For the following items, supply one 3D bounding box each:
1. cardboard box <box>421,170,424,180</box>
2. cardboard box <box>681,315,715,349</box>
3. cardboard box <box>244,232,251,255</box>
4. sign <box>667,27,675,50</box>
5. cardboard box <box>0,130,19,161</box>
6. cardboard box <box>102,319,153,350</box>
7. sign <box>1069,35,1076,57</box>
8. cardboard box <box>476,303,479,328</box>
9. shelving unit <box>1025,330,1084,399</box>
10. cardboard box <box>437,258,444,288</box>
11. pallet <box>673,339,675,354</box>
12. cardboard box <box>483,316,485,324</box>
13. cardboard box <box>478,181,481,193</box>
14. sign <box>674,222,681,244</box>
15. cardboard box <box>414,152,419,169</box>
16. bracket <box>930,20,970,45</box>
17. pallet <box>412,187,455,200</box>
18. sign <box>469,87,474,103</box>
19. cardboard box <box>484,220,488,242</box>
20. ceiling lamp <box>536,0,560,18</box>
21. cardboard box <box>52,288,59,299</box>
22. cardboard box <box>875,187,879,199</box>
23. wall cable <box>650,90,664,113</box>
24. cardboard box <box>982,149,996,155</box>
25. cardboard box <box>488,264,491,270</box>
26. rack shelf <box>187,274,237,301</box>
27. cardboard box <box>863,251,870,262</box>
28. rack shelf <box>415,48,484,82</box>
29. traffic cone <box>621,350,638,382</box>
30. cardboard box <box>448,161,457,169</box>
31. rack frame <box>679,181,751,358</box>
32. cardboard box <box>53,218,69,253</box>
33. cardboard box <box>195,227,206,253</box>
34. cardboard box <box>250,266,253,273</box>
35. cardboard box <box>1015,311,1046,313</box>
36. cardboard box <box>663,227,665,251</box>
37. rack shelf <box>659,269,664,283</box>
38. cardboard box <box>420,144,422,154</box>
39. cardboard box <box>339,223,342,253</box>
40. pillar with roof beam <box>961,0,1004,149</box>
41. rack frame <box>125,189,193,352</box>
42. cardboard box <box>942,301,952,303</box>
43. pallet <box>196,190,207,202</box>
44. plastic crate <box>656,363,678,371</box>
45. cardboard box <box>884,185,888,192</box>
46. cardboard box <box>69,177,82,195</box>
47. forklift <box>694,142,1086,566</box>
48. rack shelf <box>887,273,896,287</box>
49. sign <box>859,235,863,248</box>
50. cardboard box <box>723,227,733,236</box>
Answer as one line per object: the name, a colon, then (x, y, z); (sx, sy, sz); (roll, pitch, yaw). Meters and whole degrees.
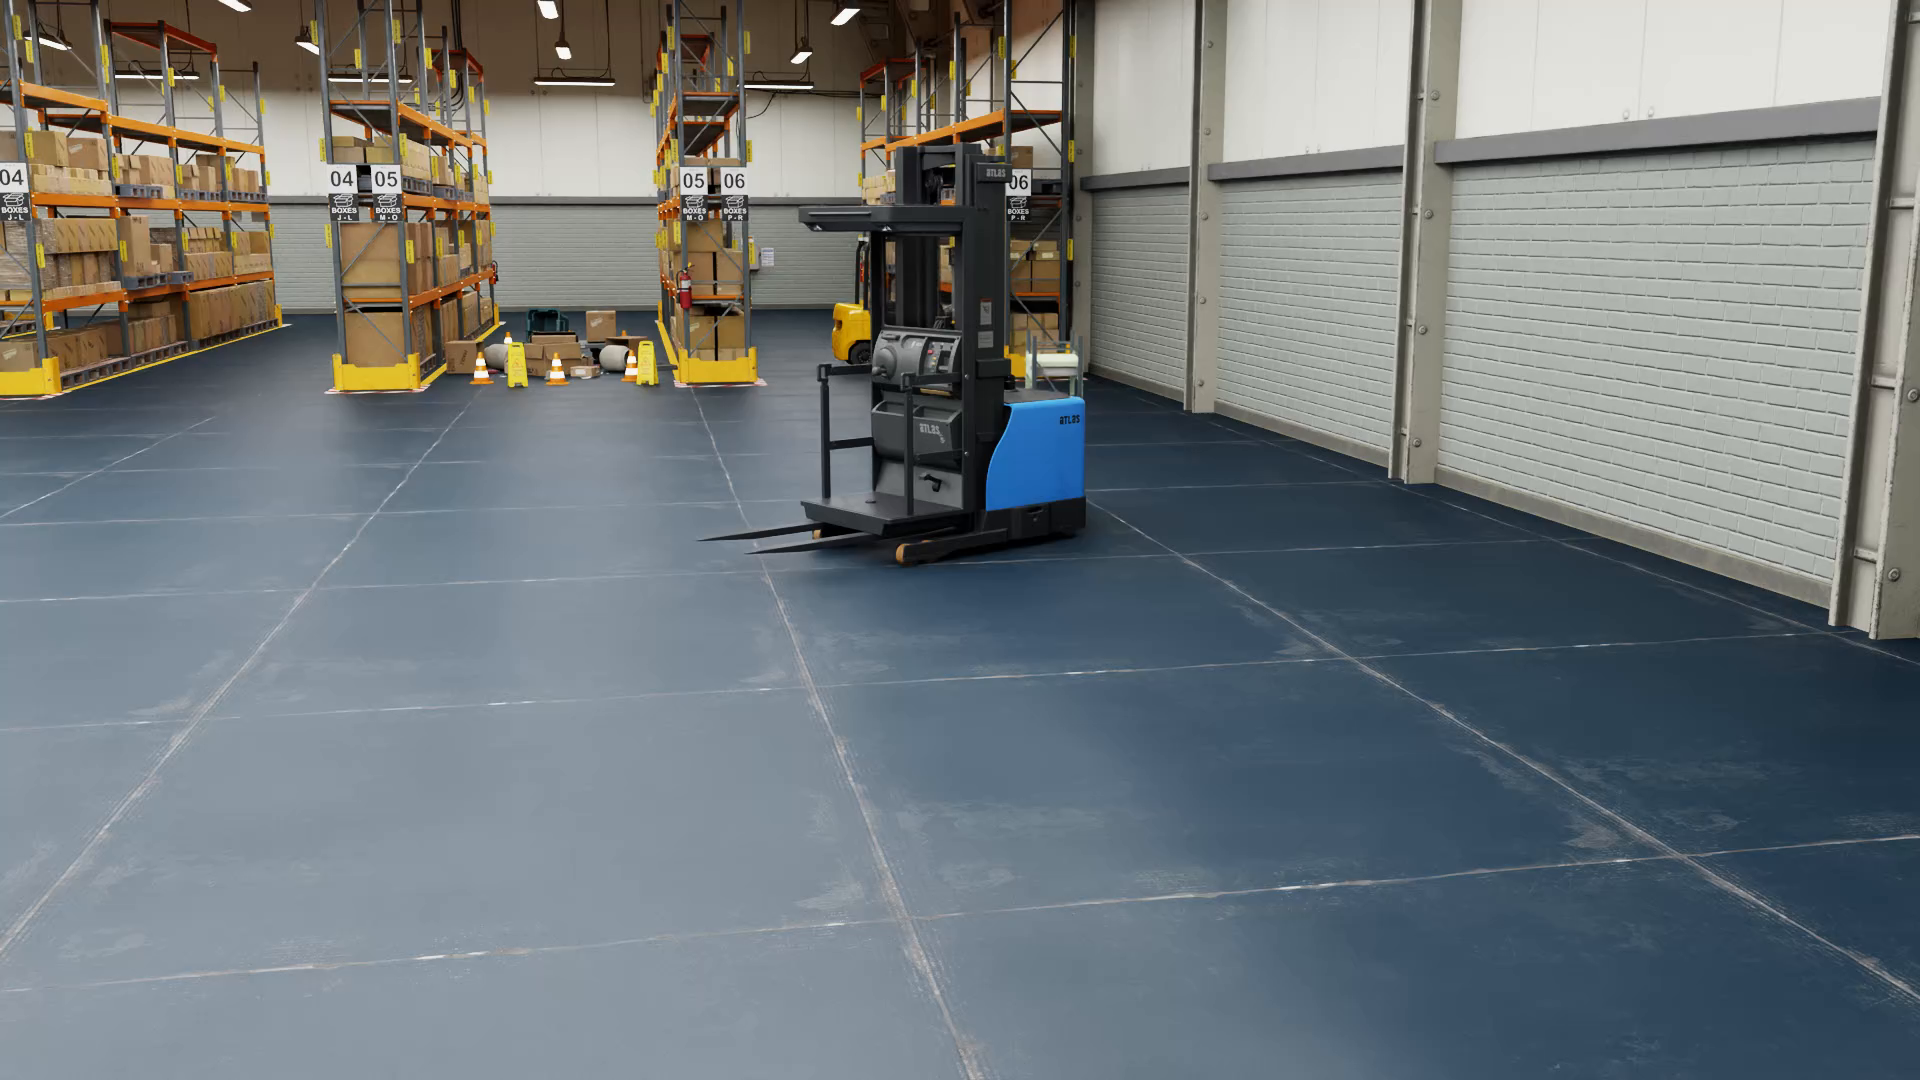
cardboard box: (-8.722, -5.796, 26.386); (0.380, 0.149, 0.250); (-2, 11, -10)
cardboard box: (-4.102, -3.258, 26.018); (0.500, 0.500, 0.500); (-2, 11, -11)
cardboard box: (-15.781, -6.461, 36.221); (0.500, 0.500, 0.500); (-2, 11, -13)
sign: (-4.239, -7.364, 24.399); (0.100, 0.325, 0.005); (-2, 11, -11)
cardboard box: (-13.961, -5.726, 24.336); (0.500, 0.500, 0.500); (-2, 11, -11)
cardboard box: (-14.471, -3.563, 28.900); (0.700, 0.500, 0.500); (-3, 11, -16)
sign: (1.723, -7.581, 25.538); (0.100, 0.325, 0.005); (-2, 11, -11)
cardboard box: (-10.469, -4.751, 35.198); (0.500, 0.500, 0.500); (-2, 11, -12)
shelving unit: (0.766, -0.952, 13.689); (0.431, 1.500, 0.755); (0, 11, -1)
cardboard box: (-9.142, -4.587, 28.509); (0.500, 0.500, 0.500); (-2, 11, -10)
pallet: (-4.862, -3.628, 31.192); (1.003, 0.211, 1.213); (-2, 11, -11)
cardboard box: (-10.668, -4.832, 36.565); (0.380, 0.149, 0.250); (-2, 11, -9)
cardboard box: (-10.895, -7.826, 36.834); (0.500, 0.250, 0.500); (-2, 11, -10)
sign: (-4.239, -4.605, 24.924); (0.100, 0.325, 0.005); (-2, 11, -11)
cardboard box: (-8.664, -5.875, 25.735); (0.500, 0.250, 0.500); (-2, 11, -11)
bracket: (-0.171, -10.590, 34.643); (0.076, 0.066, 4.783); (-2, 11, -11)
pallet: (-9.684, -6.225, 29.864); (1.003, 0.211, 1.213); (-2, 11, -8)
sign: (-10.317, -9.404, 35.117); (0.100, 0.325, 0.005); (-2, 11, -11)
cardboard box: (-11.097, -7.057, 38.011); (0.500, 0.500, 0.500); (-2, 11, -8)
ceiling lamp: (-6.585, -10.341, 27.349); (0.800, 3.185, 2.000); (-2, 11, -11)
cardboard box: (-13.296, -3.567, 24.087); (0.380, 0.149, 0.250); (-2, 11, -11)
cardboard box: (-1.695, -8.094, 38.781); (0.500, 0.250, 0.500); (-2, 11, -10)
wall cable: (-8.185, -10.812, 45.433); (0.463, 3.000, 0.029); (-2, 11, -11)
cardboard box: (0.752, -6.120, 27.148); (0.700, 0.500, 0.500); (-2, 11, -11)
cardboard box: (-11.297, -6.460, 39.286); (0.380, 0.149, 0.250); (-2, 11, -11)
rack shelf: (-15.356, -5.017, 32.958); (1.077, 0.370, 4.000); (-2, 11, -11)
cardboard box: (-2.110, -6.992, 41.016); (0.500, 0.250, 0.500); (-2, 11, -11)
rack shelf: (-11.249, -10.492, 36.791); (1.077, 0.370, 4.000); (-2, 11, -11)
traffic cone: (-5.039, -2.683, 25.554); (0.336, 0.463, 0.334); (-2, 11, -11)
cardboard box: (-9.991, -7.243, 32.392); (0.396, 0.266, 0.258); (-2, 11, -11)
rack frame: (-3.690, -3.897, 25.149); (1.000, 3.000, 0.127); (-2, 11, -11)
cardboard box: (-13.341, -4.426, 24.190); (0.500, 0.500, 0.500); (-2, 11, -11)
cardboard box: (-15.354, -5.923, 32.842); (0.797, 0.503, 0.637); (-2, 11, -9)
cardboard box: (-15.729, -5.918, 36.439); (0.380, 0.149, 0.250); (-2, 11, -10)
cardboard box: (1.169, -3.611, 27.205); (0.500, 0.250, 0.500); (-2, 11, -11)
cardboard box: (-5.999, -6.363, 35.161); (0.500, 0.500, 0.500); (-2, 11, -12)
rack shelf: (-6.413, -6.111, 38.706); (1.077, 0.370, 4.000); (-2, 11, -11)
cardboard box: (-8.722, -6.188, 26.312); (0.380, 0.149, 0.250); (-2, 11, -11)
cardboard box: (-8.758, -4.470, 24.868); (0.875, 0.550, 0.550); (-2, 11, -11)
pillar with roof beam: (-3.463, -8.130, 31.342); (9.100, 9.000, 0.548); (-2, 11, -11)
rack frame: (-14.967, -5.004, 30.964); (1.000, 3.000, 0.127); (-2, 11, -11)
cardboard box: (-0.270, -4.470, 33.389); (0.875, 0.625, 0.625); (-2, 11, -9)
pallet: (-15.365, -6.706, 32.389); (1.003, 0.211, 1.213); (-2, 11, -8)
plastic crate: (-4.967, -2.879, 27.606); (0.402, 0.080, 0.583); (-6, 13, -31)
cardboard box: (-1.472, -7.767, 36.738); (0.380, 0.149, 0.250); (-2, 11, -10)
cardboard box: (-13.556, -5.315, 24.977); (0.500, 0.250, 0.500); (-2, 11, -9)
forklift: (-0.478, -1.364, 12.022); (3.031, 2.935, 1.130); (-9, 14, -40)
rack shelf: (-0.767, -5.559, 35.804); (1.077, 0.370, 4.000); (-2, 11, -11)
sign: (-2.466, -7.418, 41.333); (0.100, 0.325, 0.005); (-2, 11, -11)
cardboard box: (-4.213, -5.450, 29.387); (0.380, 0.149, 0.250); (-2, 11, -11)
